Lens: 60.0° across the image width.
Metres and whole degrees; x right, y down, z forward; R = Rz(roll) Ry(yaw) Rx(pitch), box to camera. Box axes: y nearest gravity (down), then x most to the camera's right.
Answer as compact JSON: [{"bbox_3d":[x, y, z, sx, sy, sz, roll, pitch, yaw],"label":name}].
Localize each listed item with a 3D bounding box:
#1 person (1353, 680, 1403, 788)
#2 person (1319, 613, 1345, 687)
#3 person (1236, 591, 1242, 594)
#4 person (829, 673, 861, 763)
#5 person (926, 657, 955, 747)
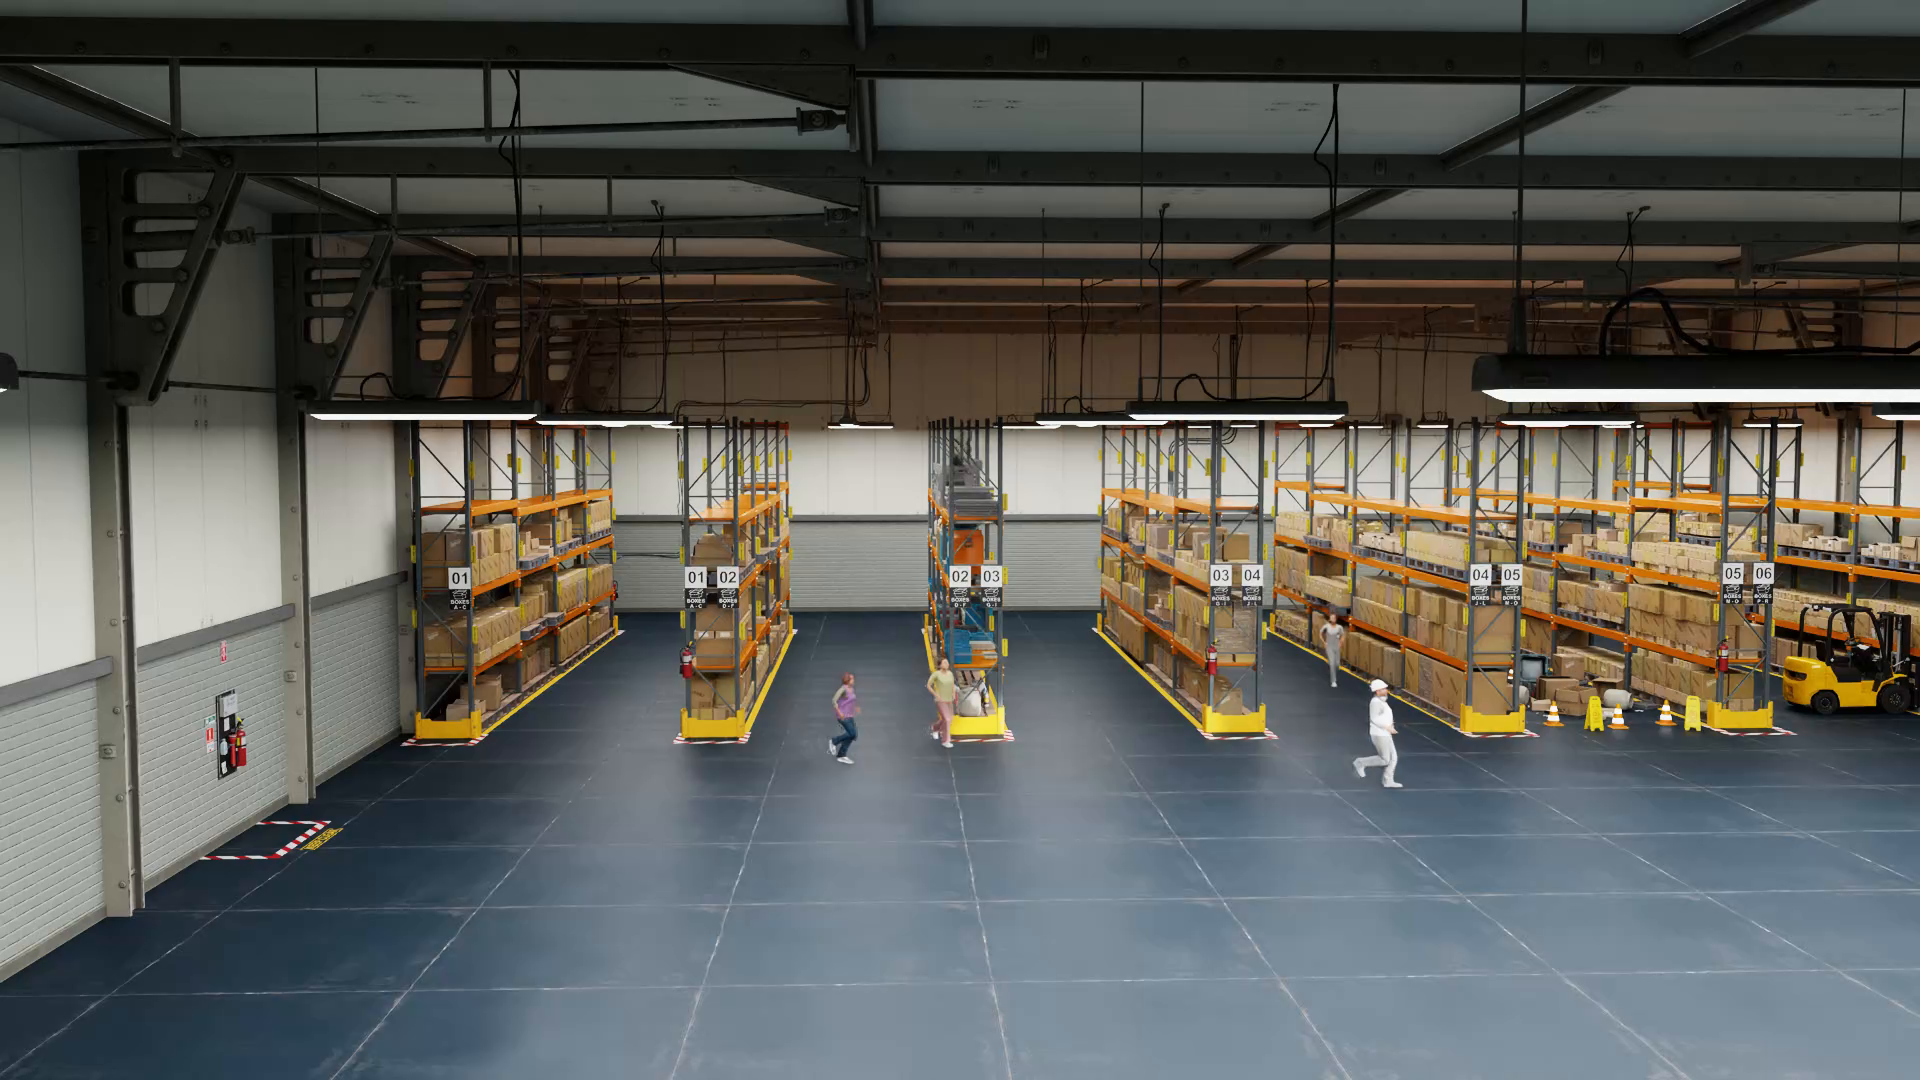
[{"bbox_3d":[6.740,3.112,26.746,0.778,1.743,0.661,1,4,22],"label":"person"},{"bbox_3d":[8.387,2.458,37.516,0.576,1.650,0.694,0,4,0],"label":"person"},{"bbox_3d":[7.872,1.781,47.754,0.595,1.700,0.806,3,5,39],"label":"person"},{"bbox_3d":[-1.995,3.076,28.802,0.531,1.556,0.551,1,4,18],"label":"person"},{"bbox_3d":[-0.332,2.927,30.285,0.595,1.631,0.697,-3,5,-37],"label":"person"}]
